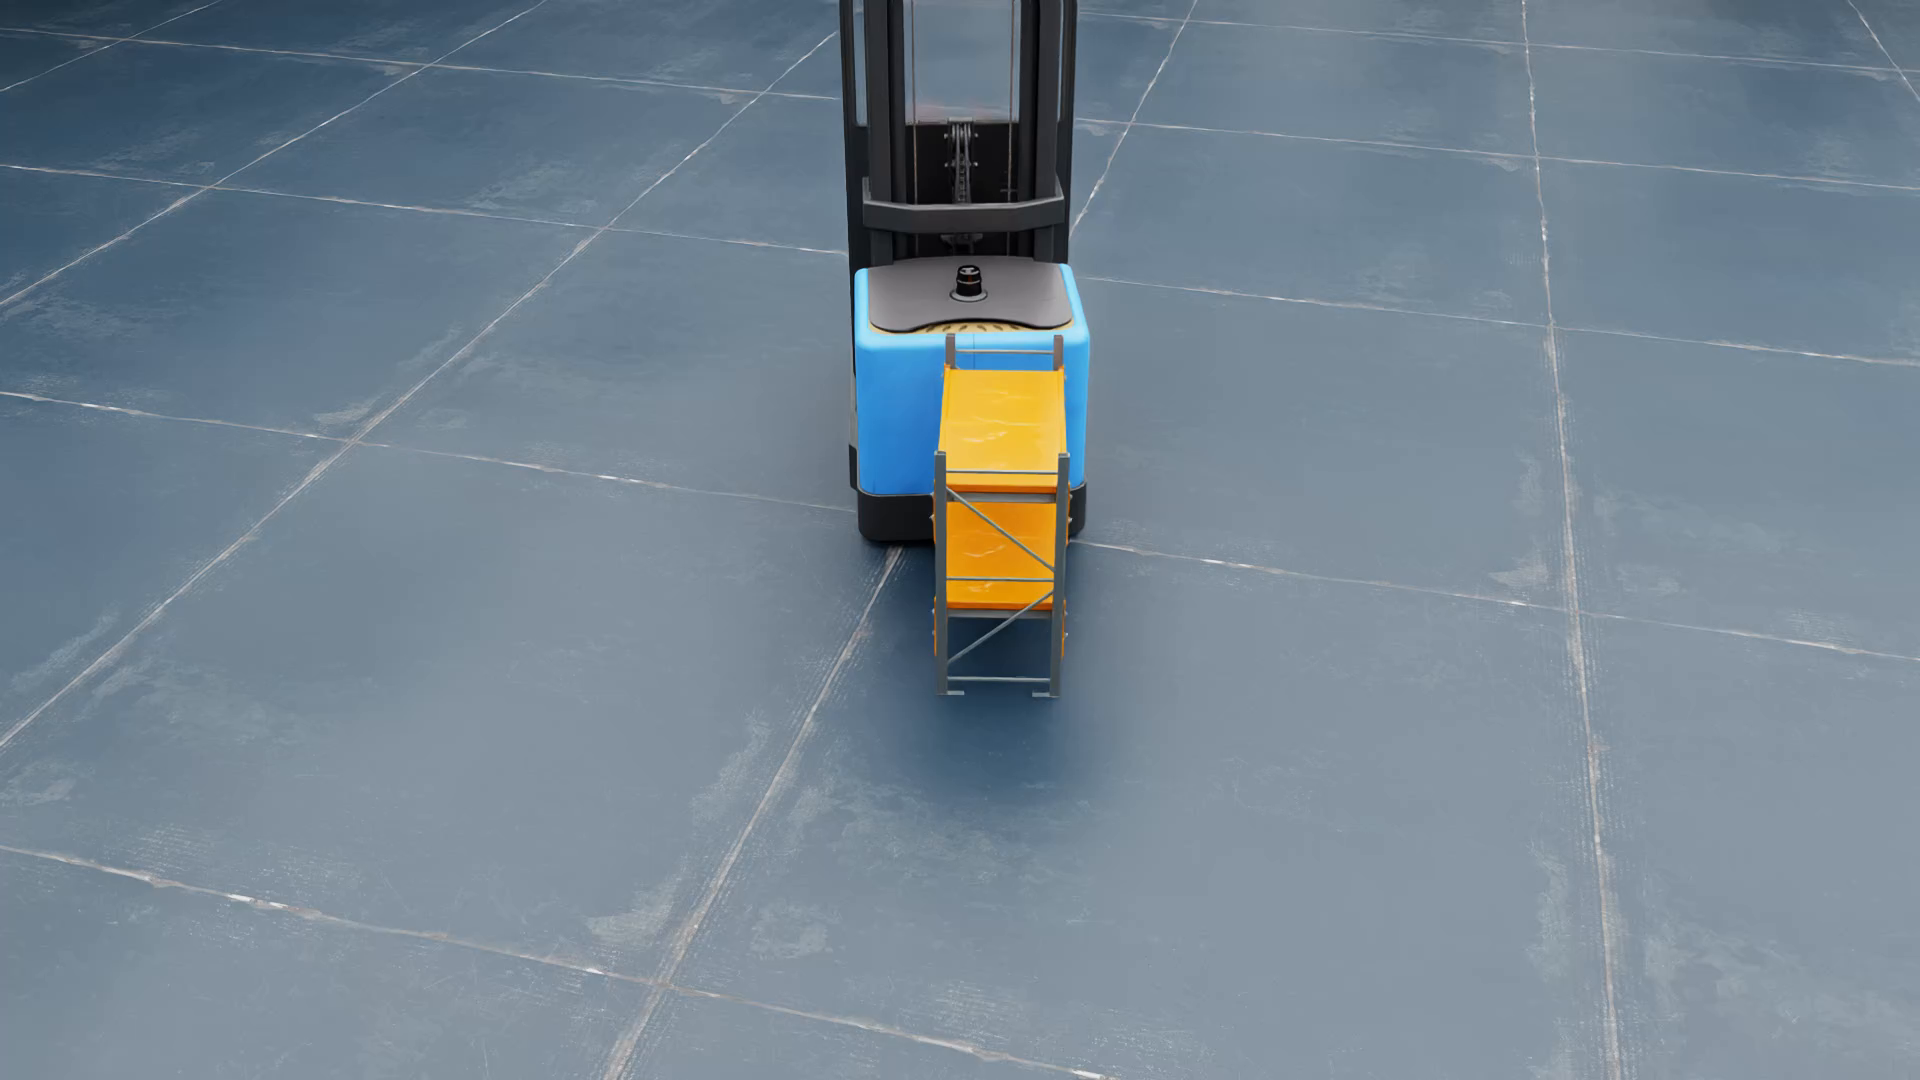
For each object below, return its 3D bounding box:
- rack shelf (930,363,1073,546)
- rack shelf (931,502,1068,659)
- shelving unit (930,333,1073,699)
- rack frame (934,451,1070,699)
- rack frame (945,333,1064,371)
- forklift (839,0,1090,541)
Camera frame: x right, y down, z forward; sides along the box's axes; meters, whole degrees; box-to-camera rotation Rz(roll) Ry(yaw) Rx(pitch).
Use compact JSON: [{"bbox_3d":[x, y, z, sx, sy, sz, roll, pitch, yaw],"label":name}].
[{"bbox_3d":[0.172,-0.364,6.729,0.538,0.278,1.000,1,32,2],"label":"rack shelf"},{"bbox_3d":[0.172,0.089,7.017,0.538,0.278,1.000,1,32,2],"label":"rack shelf"},{"bbox_3d":[0.172,-0.117,6.886,0.538,1.125,1.048,1,32,2],"label":"shelving unit"},{"bbox_3d":[0.156,0.155,6.457,0.500,1.125,0.032,1,32,2],"label":"rack frame"},{"bbox_3d":[0.188,-0.390,7.315,0.500,1.125,0.032,1,32,2],"label":"rack frame"},{"bbox_3d":[-0.023,-1.996,8.157,1.130,2.935,3.031,-2,32,-3],"label":"forklift"}]
